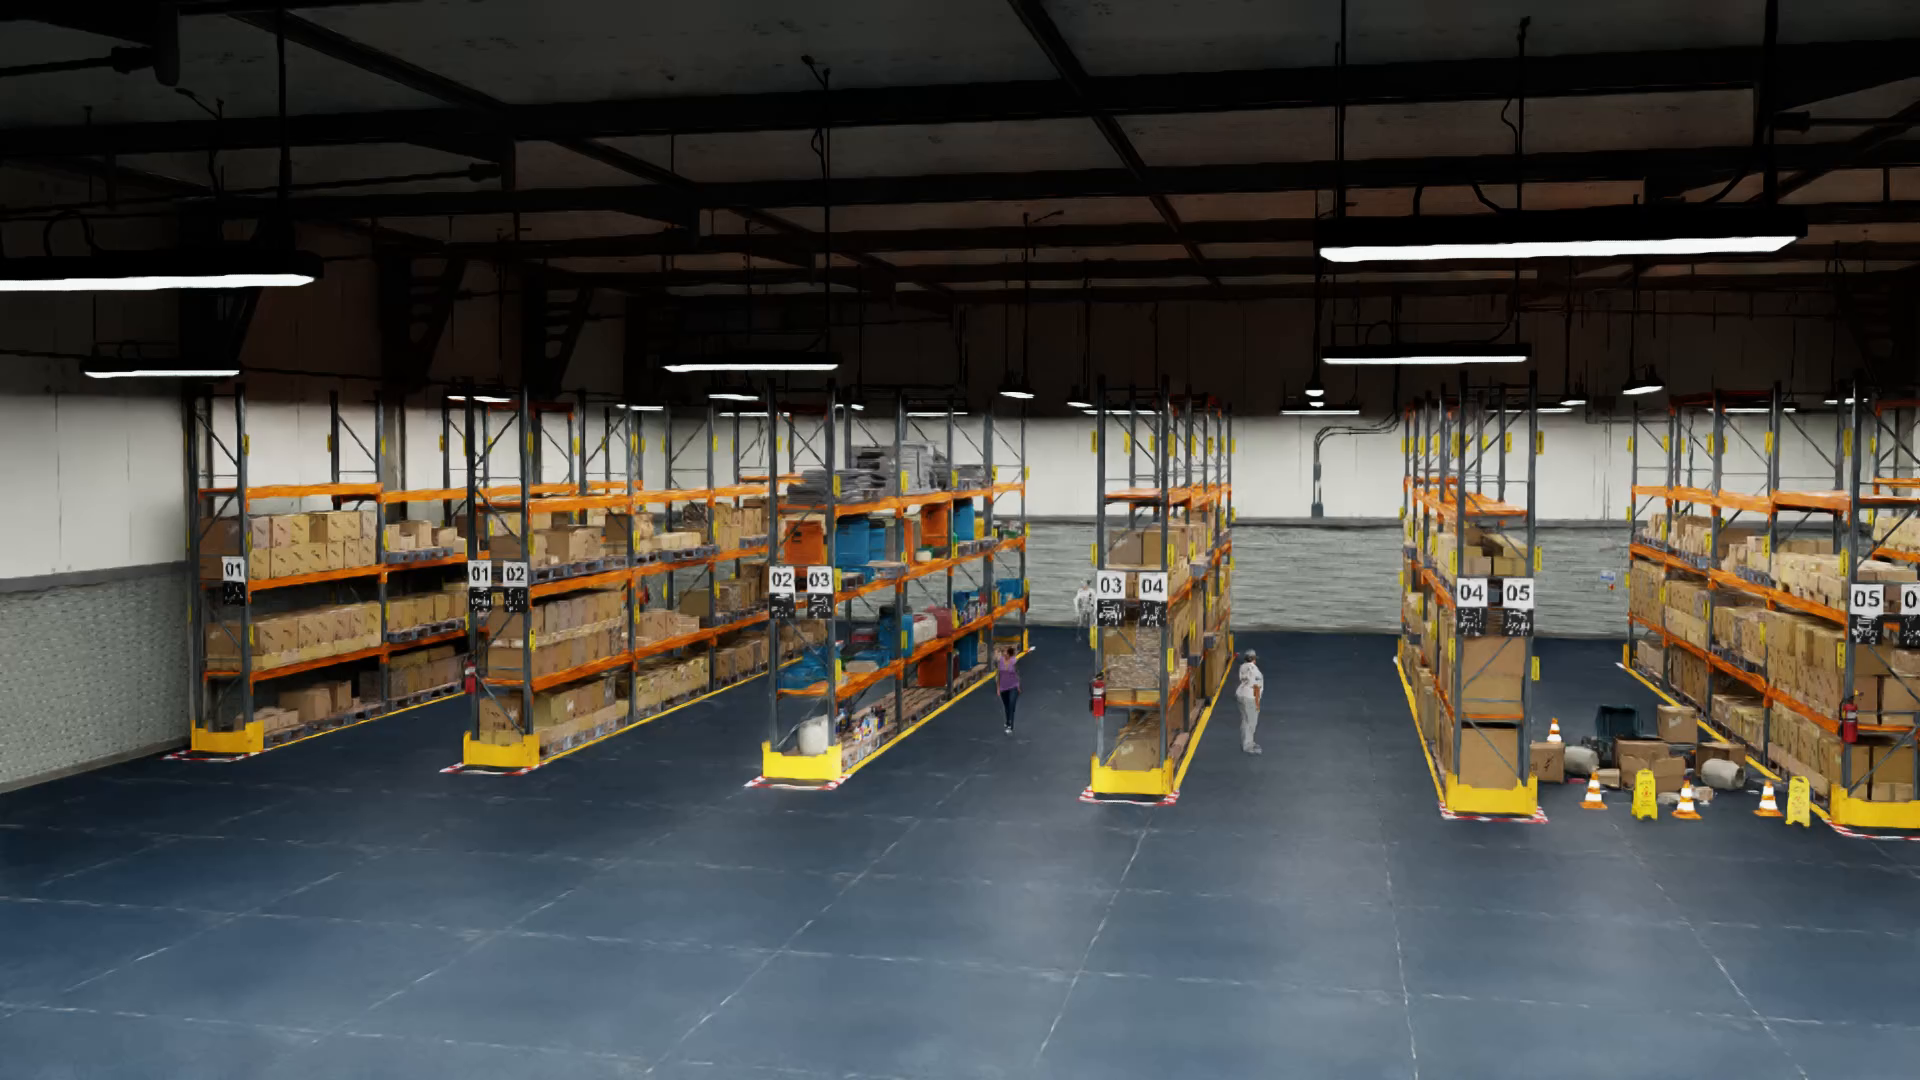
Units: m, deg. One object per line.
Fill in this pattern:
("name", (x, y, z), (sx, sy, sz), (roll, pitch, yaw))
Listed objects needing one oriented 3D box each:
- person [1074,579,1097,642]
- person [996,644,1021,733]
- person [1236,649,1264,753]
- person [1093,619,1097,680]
("person", (3.193, 1.790, 42.105), (0.639, 1.628, 0.512), (1, 3, 10))
("person", (0.830, 2.567, 29.071), (0.417, 1.517, 1.037), (1, 3, 15))
("person", (4.756, 2.608, 27.159), (0.449, 1.668, 0.530), (-1, 3, -18))
("person", (3.079, 2.183, 35.203), (0.592, 1.629, 0.532), (1, 3, 10))
